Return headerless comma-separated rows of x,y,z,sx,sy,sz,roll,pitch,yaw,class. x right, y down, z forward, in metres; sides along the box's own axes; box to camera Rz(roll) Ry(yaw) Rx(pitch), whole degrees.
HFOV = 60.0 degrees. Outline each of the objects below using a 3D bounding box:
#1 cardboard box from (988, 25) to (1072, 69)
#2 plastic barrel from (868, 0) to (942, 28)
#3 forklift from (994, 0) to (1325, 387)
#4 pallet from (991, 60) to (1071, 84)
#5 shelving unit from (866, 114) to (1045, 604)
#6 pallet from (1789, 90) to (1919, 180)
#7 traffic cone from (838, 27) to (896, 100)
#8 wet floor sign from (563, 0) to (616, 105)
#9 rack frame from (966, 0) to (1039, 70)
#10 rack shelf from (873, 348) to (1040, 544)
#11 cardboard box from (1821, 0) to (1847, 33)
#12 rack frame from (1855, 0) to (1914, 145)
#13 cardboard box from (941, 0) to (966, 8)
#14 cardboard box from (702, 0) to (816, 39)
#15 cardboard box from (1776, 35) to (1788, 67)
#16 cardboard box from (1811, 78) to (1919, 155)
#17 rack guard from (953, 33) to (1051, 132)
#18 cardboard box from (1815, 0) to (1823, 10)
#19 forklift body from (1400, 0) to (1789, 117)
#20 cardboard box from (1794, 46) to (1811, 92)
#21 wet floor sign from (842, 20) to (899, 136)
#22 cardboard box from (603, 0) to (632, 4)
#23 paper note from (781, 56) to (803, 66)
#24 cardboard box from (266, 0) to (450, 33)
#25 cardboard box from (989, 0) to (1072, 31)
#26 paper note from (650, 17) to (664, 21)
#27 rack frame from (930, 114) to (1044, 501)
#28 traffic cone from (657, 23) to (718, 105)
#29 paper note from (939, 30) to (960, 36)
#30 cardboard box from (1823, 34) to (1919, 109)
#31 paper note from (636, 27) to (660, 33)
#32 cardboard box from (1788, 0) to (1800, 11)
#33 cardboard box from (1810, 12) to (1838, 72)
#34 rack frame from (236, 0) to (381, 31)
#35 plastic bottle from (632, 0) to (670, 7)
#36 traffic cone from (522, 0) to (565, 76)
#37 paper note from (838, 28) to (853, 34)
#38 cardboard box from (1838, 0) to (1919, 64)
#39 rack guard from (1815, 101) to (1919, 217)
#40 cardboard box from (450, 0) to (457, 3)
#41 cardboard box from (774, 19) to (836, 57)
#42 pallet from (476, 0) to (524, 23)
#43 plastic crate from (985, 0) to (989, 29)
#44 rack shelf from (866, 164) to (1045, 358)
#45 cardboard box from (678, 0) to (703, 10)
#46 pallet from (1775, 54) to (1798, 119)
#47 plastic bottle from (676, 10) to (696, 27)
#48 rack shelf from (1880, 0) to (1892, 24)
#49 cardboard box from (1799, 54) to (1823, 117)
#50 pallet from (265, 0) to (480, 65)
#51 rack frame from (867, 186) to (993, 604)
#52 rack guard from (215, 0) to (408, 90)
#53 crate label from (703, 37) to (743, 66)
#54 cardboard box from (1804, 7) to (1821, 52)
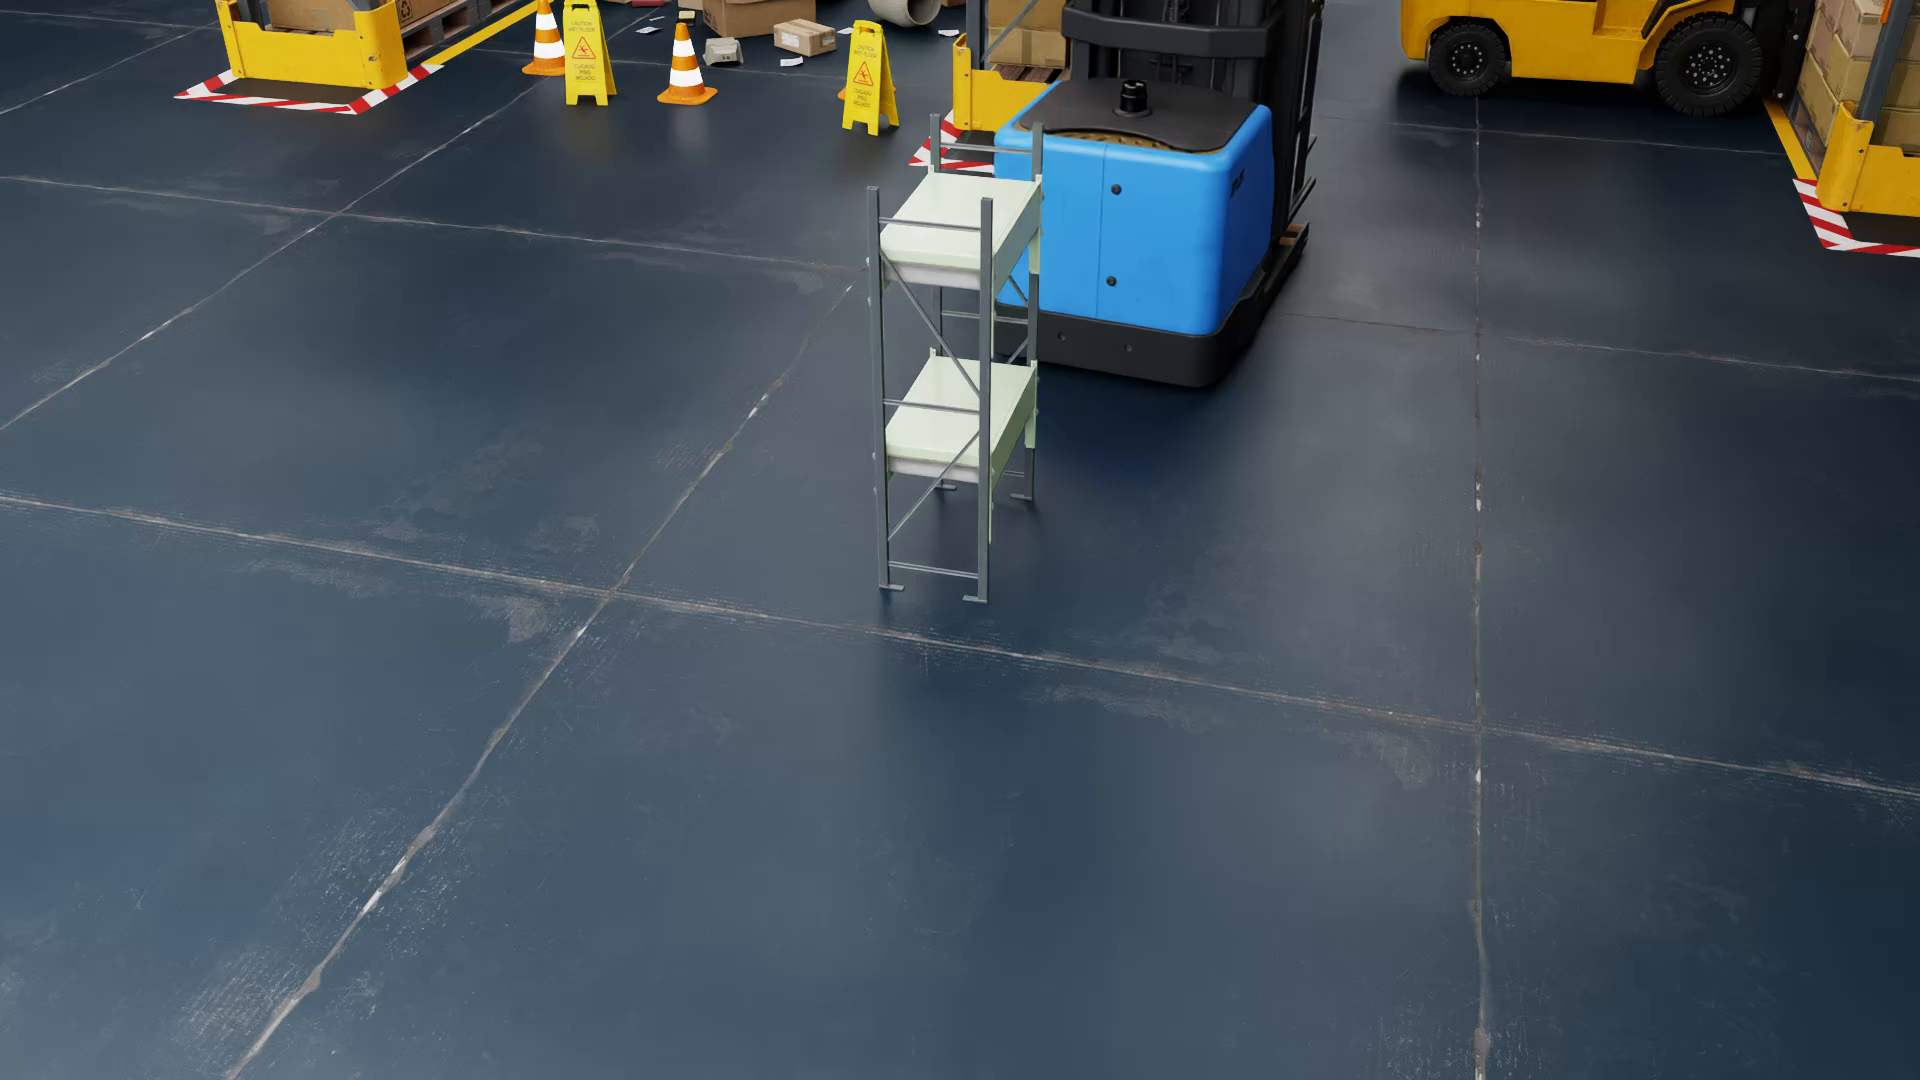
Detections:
0.485,-3.253,10.743,0.500,0.250,0.500,8,33,12,cardboard box
-0.406,-3.959,12.082,0.421,0.421,0.512,-21,38,-29,plastic barrel
1.148,-2.674,7.724,1.130,2.935,3.031,12,34,18,forklift
0.794,-3.047,10.847,1.003,0.211,1.213,8,33,12,pallet
-0.002,-0.629,5.842,0.431,1.500,0.755,8,33,12,shelving unit
5.490,-2.320,9.702,1.003,0.211,1.213,8,33,12,pallet
-0.604,-3.096,10.689,0.336,0.463,0.334,8,33,12,traffic cone
-2.372,-3.111,10.542,0.267,0.644,0.232,3,33,4,wet floor sign
0.534,-3.768,9.381,1.000,3.000,0.127,8,33,12,rack frame
-0.002,-0.354,6.017,0.431,0.370,0.720,8,33,12,rack shelf
5.275,-3.080,9.538,0.500,0.250,0.500,9,33,13,cardboard box
5.336,-3.094,8.321,1.000,3.000,0.127,8,33,12,rack frame
-0.039,-4.419,12.733,0.500,0.500,0.500,-21,38,-29,cardboard box
-1.469,-3.970,12.027,0.797,0.503,0.637,-14,35,-21,cardboard box
5.531,-3.185,10.636,0.500,0.250,0.500,9,34,14,cardboard box
5.150,-2.398,9.397,0.500,0.250,0.500,8,33,13,cardboard box
0.553,-2.752,10.114,1.175,0.500,0.348,8,33,12,rack guard
5.394,-3.343,9.952,0.500,0.250,0.500,8,33,13,cardboard box
4.053,-3.968,10.487,2.313,2.155,1.214,8,33,12,forklift body
5.421,-2.913,10.207,0.500,0.250,0.500,8,33,13,cardboard box
-0.549,-2.821,10.087,0.267,0.644,0.232,20,38,29,wet floor sign
-2.666,-4.466,12.807,0.500,0.500,0.500,14,35,21,cardboard box
-1.151,-3.276,11.375,0.148,0.019,0.142,-3,33,-4,paper note
-4.171,-4.031,11.384,0.875,0.875,0.875,8,33,13,cardboard box
0.485,-3.552,10.515,0.500,0.500,0.500,8,33,13,cardboard box
-2.245,-3.863,12.316,0.032,0.001,0.123,28,42,36,paper note
0.091,-0.819,6.141,0.400,1.500,0.023,8,33,12,rack frame
-1.764,-3.071,10.649,0.336,0.463,0.334,8,33,12,traffic cone
-0.079,-3.661,11.980,0.142,0.019,0.148,-3,33,-4,paper note
5.157,-2.617,9.276,0.500,0.250,0.500,8,33,12,cardboard box
-2.250,-3.697,12.038,0.144,0.017,0.142,20,38,29,paper note
5.536,-3.406,10.517,0.500,0.250,0.500,8,33,12,cardboard box
5.295,-2.876,9.683,0.500,0.250,0.500,8,33,12,cardboard box
-4.279,-4.389,10.358,1.000,3.000,0.127,8,33,12,rack frame
-2.345,-4.097,12.637,0.283,0.061,0.133,-3,33,-4,plastic bottle
-2.771,-3.401,11.168,0.336,0.463,0.334,8,33,12,traffic cone
-0.791,-3.692,12.040,0.148,0.019,0.142,20,38,29,paper note
5.152,-2.814,9.120,0.500,0.250,0.500,9,34,14,cardboard box
5.330,-2.027,8.972,1.175,0.500,0.348,8,33,12,rack guard
-3.950,-4.488,12.102,0.875,0.875,0.875,8,33,12,cardboard box
-1.087,-3.520,11.648,0.380,0.149,0.250,28,42,36,cardboard box
-3.841,-4.269,12.769,1.003,0.211,1.213,8,33,12,pallet
0.358,-3.908,12.323,0.402,0.080,0.583,-3,33,-4,plastic crate
-0.002,-0.959,5.633,0.431,0.370,0.720,8,33,12,rack shelf
-1.919,-4.168,12.560,0.396,0.266,0.258,14,35,21,cardboard box
5.802,-2.951,10.695,1.003,0.211,1.213,8,33,12,pallet
-2.013,-3.848,12.245,0.133,0.061,0.283,-3,33,-4,plastic bottle
5.844,-3.828,10.146,1.077,0.370,4.000,8,33,12,rack shelf
5.285,-2.654,9.801,0.500,0.250,0.500,8,33,12,cardboard box
-4.152,-3.638,11.776,1.003,0.211,1.213,8,33,12,pallet
-0.095,-0.440,5.543,0.400,1.500,0.023,8,33,12,rack frame
-4.286,-3.322,11.009,1.175,0.500,0.348,8,33,12,rack guard
-1.625,-3.350,11.391,0.250,0.136,0.298,-8,33,-13,crate label
5.406,-3.146,10.109,0.500,0.250,0.500,7,33,11,cardboard box
